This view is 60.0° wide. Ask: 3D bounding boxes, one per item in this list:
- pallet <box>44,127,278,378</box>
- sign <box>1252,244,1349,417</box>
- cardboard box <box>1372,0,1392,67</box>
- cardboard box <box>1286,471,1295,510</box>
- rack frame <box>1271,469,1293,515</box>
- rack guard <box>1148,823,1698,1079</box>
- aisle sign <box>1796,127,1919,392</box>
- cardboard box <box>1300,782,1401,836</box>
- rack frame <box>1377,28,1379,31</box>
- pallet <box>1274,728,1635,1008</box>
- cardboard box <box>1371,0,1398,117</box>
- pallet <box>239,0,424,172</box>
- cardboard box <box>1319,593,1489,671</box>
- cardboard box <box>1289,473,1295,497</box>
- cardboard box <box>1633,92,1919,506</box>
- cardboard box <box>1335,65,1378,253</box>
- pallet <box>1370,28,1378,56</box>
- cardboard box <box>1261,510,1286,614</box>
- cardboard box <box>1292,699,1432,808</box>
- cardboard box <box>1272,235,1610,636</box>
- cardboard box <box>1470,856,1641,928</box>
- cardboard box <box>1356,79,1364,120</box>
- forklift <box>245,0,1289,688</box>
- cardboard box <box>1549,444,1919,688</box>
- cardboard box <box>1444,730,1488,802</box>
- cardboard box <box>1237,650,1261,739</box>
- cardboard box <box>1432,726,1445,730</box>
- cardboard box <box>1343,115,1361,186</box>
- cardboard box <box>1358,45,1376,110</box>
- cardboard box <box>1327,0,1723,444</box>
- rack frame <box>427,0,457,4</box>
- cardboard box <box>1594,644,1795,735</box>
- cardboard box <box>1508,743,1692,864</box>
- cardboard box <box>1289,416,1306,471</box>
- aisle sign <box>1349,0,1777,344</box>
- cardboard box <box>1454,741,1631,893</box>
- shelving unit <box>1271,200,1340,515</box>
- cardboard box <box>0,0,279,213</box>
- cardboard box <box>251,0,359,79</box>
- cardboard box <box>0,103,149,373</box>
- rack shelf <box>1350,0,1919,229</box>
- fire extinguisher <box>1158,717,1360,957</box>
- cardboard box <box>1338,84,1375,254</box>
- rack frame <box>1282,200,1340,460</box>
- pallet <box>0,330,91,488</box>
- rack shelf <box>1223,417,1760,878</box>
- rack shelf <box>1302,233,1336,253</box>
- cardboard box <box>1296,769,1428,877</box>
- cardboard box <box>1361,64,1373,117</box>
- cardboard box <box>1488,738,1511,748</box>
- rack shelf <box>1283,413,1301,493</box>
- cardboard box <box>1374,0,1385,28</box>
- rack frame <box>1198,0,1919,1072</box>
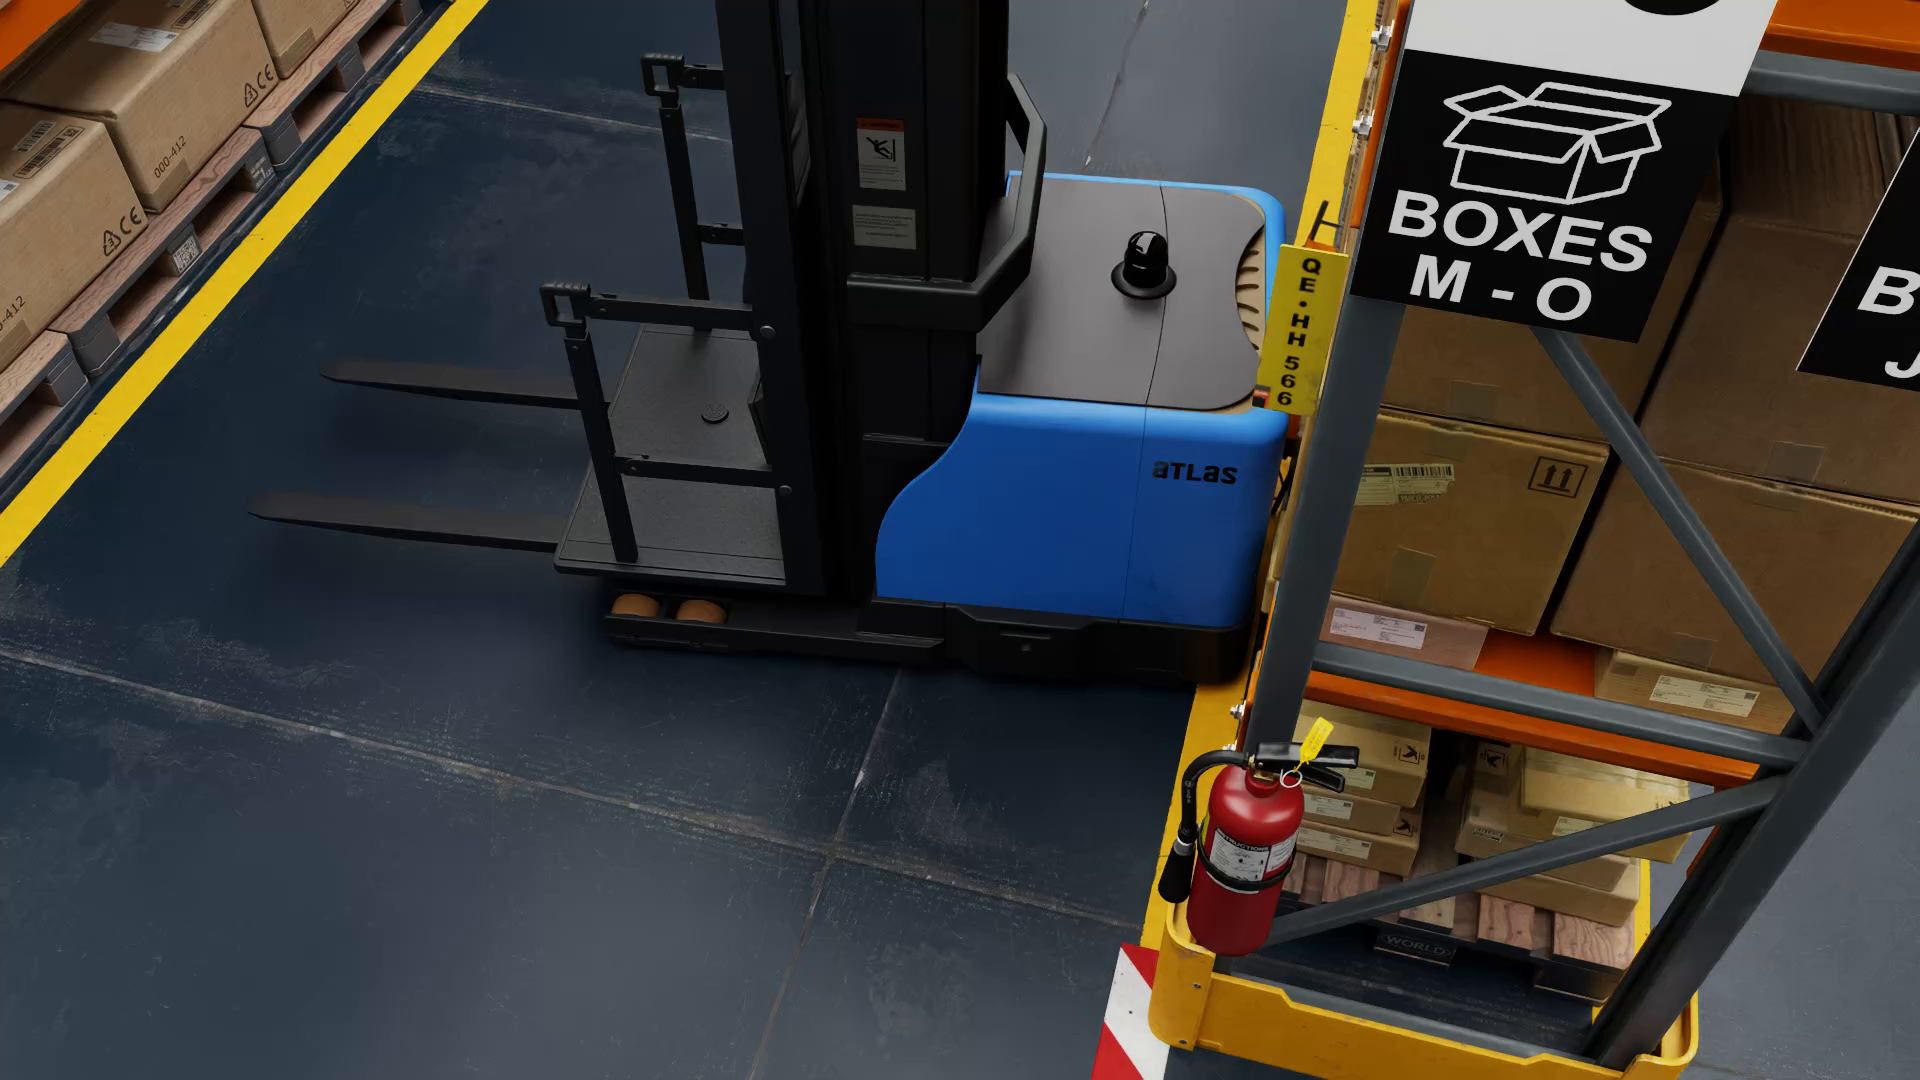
[{"bbox_3d":[-3.297,-1.157,6.130,1.003,0.211,1.213,12,50,10],"label":"pallet"},{"bbox_3d":[0.517,-0.314,2.544,0.100,0.325,0.005,12,50,10],"label":"sign"},{"bbox_3d":[1.189,-1.289,3.455,0.500,0.500,0.500,14,50,12],"label":"cardboard box"},{"bbox_3d":[1.166,-0.078,4.940,0.380,0.149,0.250,10,49,8],"label":"cardboard box"},{"bbox_3d":[0.980,-0.424,4.910,0.200,1.050,0.008,17,52,3],"label":"rack frame"},{"bbox_3d":[1.067,1.070,3.973,1.175,0.500,0.348,12,50,10],"label":"rack guard"},{"bbox_3d":[1.317,-0.451,1.913,0.394,0.787,0.004,12,50,10],"label":"aisle sign"},{"bbox_3d":[0.911,0.565,4.173,0.380,0.149,0.250,10,49,9],"label":"cardboard box"},{"bbox_3d":[2.100,-2.596,5.540,1.000,3.000,0.127,12,50,10],"label":"rack frame"},{"bbox_3d":[1.315,0.585,4.593,1.003,0.211,1.213,12,50,10],"label":"pallet"},{"bbox_3d":[1.061,-0.912,3.122,0.500,0.500,0.500,10,49,9],"label":"cardboard box"},{"bbox_3d":[-2.978,-2.042,6.912,1.003,0.211,1.213,12,50,10],"label":"pallet"},{"bbox_3d":[0.860,0.089,3.338,0.380,0.149,0.250,12,50,10],"label":"cardboard box"},{"bbox_3d":[1.170,-0.188,4.838,0.380,0.149,0.250,12,50,11],"label":"cardboard box"},{"bbox_3d":[1.422,-0.437,2.703,0.500,0.500,0.500,11,50,10],"label":"cardboard box"},{"bbox_3d":[1.182,-0.950,3.823,0.500,0.500,0.500,12,50,10],"label":"cardboard box"},{"bbox_3d":[2.304,-2.237,7.083,1.003,0.211,1.213,12,50,10],"label":"pallet"},{"bbox_3d":[1.009,0.089,4.395,0.380,0.149,0.250,11,49,9],"label":"cardboard box"},{"bbox_3d":[0.942,0.472,4.057,0.380,0.149,0.250,12,50,10],"label":"cardboard box"},{"bbox_3d":[0.917,-0.210,3.169,0.500,0.500,0.500,12,50,11],"label":"cardboard box"},{"bbox_3d":[1.494,0.786,4.177,0.380,0.149,0.250,12,50,11],"label":"cardboard box"},{"bbox_3d":[1.694,-1.591,6.275,0.380,0.149,0.250,10,49,8],"label":"cardboard box"},{"bbox_3d":[-0.623,-1.026,4.200,3.031,2.935,1.130,5,49,4],"label":"forklift"},{"bbox_3d":[1.432,-0.104,3.076,0.500,0.500,0.500,14,50,12],"label":"cardboard box"},{"bbox_3d":[1.484,0.581,4.358,0.380,0.149,0.250,11,50,10],"label":"cardboard box"},{"bbox_3d":[0.955,0.474,4.452,0.380,0.149,0.250,13,50,11],"label":"cardboard box"},{"bbox_3d":[1.064,0.302,4.208,0.380,0.149,0.250,12,50,11],"label":"cardboard box"},{"bbox_3d":[1.624,-1.399,6.105,0.380,0.149,0.250,13,50,11],"label":"cardboard box"},{"bbox_3d":[1.696,-1.691,6.165,0.380,0.149,0.250,14,50,12],"label":"cardboard box"},{"bbox_3d":[0.928,-0.545,2.798,0.500,0.500,0.500,11,49,9],"label":"cardboard box"},{"bbox_3d":[-2.702,-3.500,6.338,1.000,3.000,0.127,12,50,10],"label":"rack frame"},{"bbox_3d":[1.449,0.211,3.231,0.380,0.149,0.250,11,50,10],"label":"cardboard box"},{"bbox_3d":[1.513,0.593,3.950,0.380,0.149,0.250,10,49,8],"label":"cardboard box"},{"bbox_3d":[1.156,-0.291,4.731,0.380,0.149,0.250,13,50,11],"label":"cardboard box"},{"bbox_3d":[0.739,-0.569,2.018,0.394,0.787,0.004,12,50,10],"label":"aisle sign"},{"bbox_3d":[1.433,0.675,4.076,0.380,0.149,0.250,13,50,12],"label":"cardboard box"},{"bbox_3d":[1.012,-0.516,4.984,0.215,1.050,0.252,17,52,3],"label":"shelving unit"},{"bbox_3d":[-3.206,-1.710,6.187,0.875,0.438,0.875,10,49,9],"label":"cardboard box"},{"bbox_3d":[-2.971,-2.358,6.759,0.875,0.438,0.875,11,49,9],"label":"cardboard box"},{"bbox_3d":[-3.445,-1.058,5.612,0.875,0.438,0.875,13,50,11],"label":"cardboard box"},{"bbox_3d":[1.574,-1.904,3.409,1.077,0.370,4.000,12,50,10],"label":"rack shelf"},{"bbox_3d":[0.536,0.538,3.075,0.296,0.674,0.183,12,50,10],"label":"fire extinguisher"},{"bbox_3d":[1.058,-0.581,3.497,0.500,0.500,0.500,11,49,9],"label":"cardboard box"},{"bbox_3d":[1.044,-0.607,5.058,0.200,1.050,0.008,17,52,3],"label":"rack frame"},{"bbox_3d":[-3.620,-0.277,5.354,1.003,0.211,1.213,12,50,10],"label":"pallet"},{"bbox_3d":[1.574,-0.911,4.533,1.077,0.370,4.000,12,50,10],"label":"rack shelf"},{"bbox_3d":[1.047,-0.679,4.768,0.215,0.259,0.240,17,52,3],"label":"rack shelf"},{"bbox_3d":[0.985,0.680,4.271,0.380,0.149,0.250,12,50,11],"label":"cardboard box"},{"bbox_3d":[1.323,-1.309,4.139,0.500,0.500,0.500,14,50,12],"label":"cardboard box"},{"bbox_3d":[1.559,0.488,4.241,0.380,0.149,0.250,11,50,10],"label":"cardboard box"},{"bbox_3d":[0.975,-0.343,5.212,0.215,0.259,0.240,17,52,3],"label":"rack shelf"},{"bbox_3d":[1.436,-1.702,4.487,0.500,0.500,0.500,11,49,9],"label":"cardboard box"},{"bbox_3d":[1.047,0.297,2.987,1.000,3.000,0.127,12,50,10],"label":"rack frame"}]
